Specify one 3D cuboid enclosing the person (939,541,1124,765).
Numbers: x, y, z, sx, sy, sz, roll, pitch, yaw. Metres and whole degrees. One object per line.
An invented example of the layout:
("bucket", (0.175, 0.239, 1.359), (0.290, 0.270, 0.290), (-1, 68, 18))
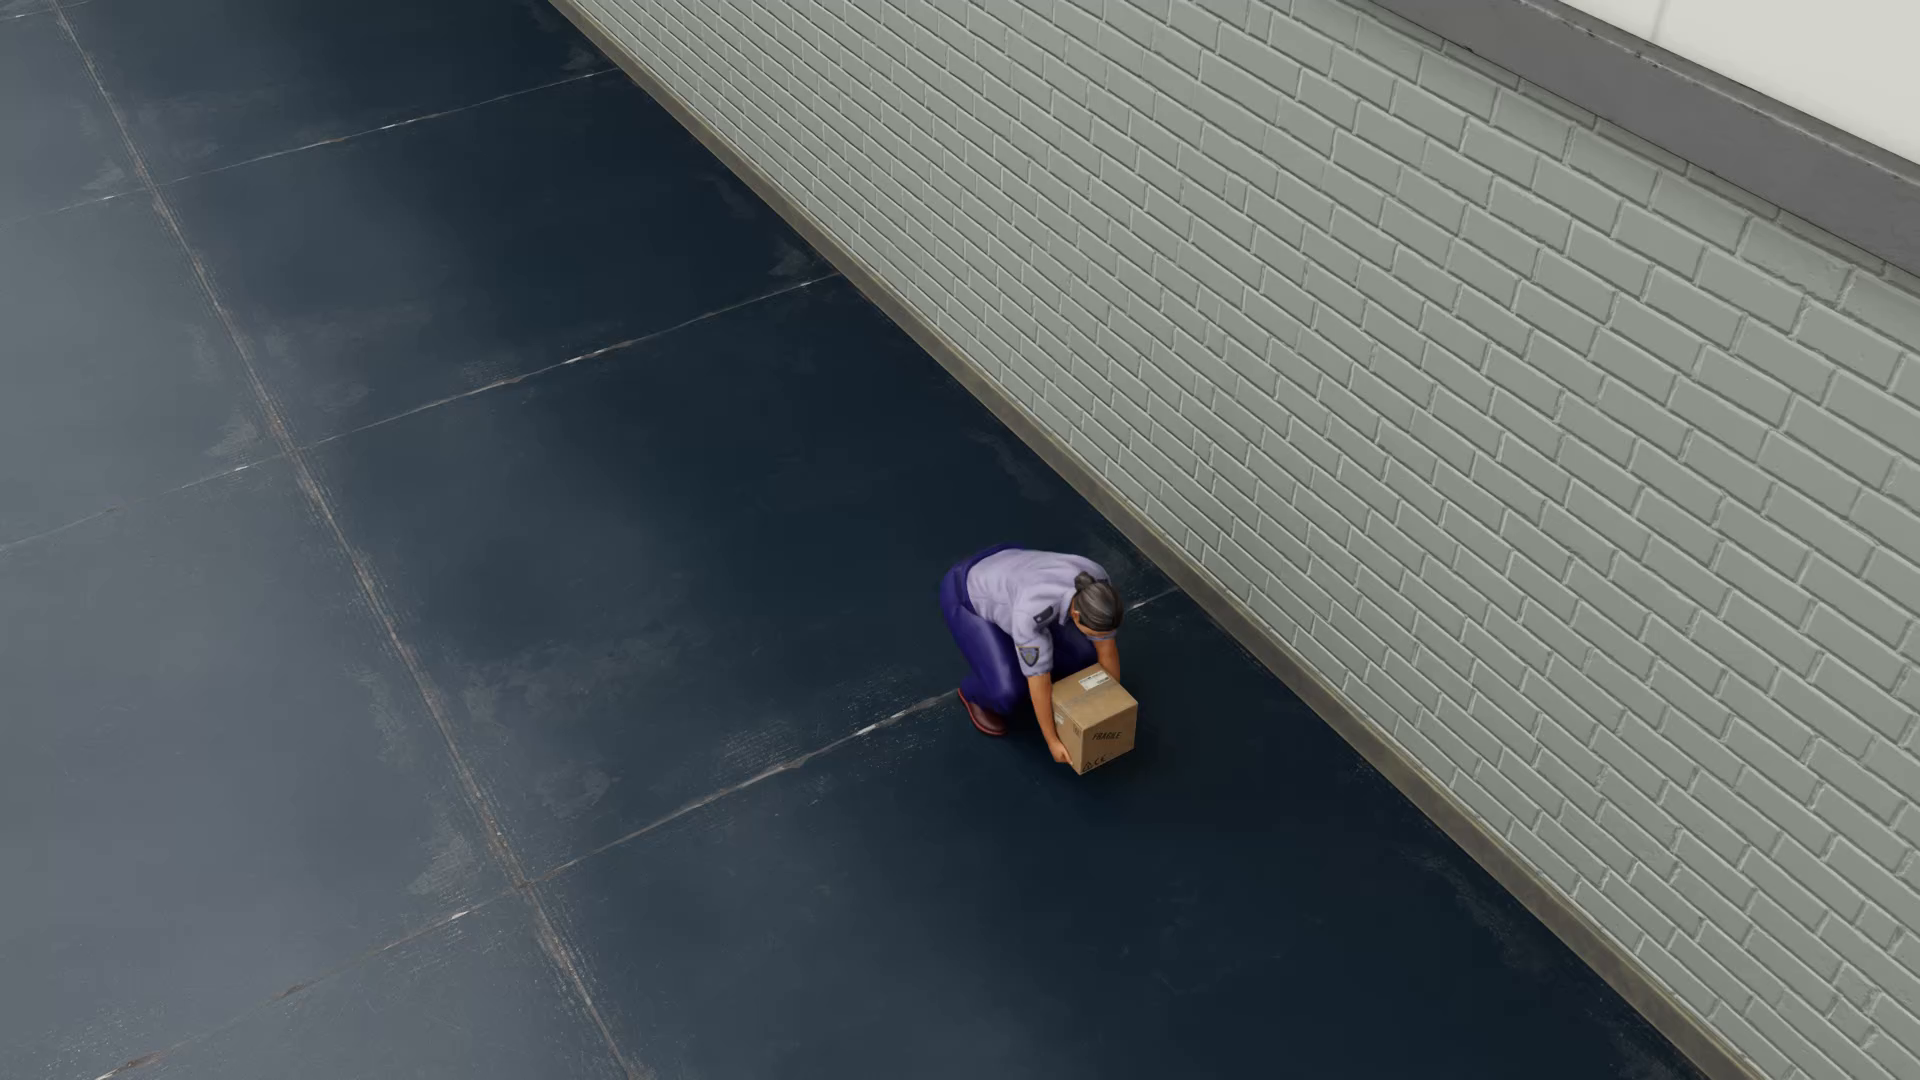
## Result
("person", (0.294, 0.371, 6.295), (0.509, 0.936, 0.866), (-24, 46, -25))
